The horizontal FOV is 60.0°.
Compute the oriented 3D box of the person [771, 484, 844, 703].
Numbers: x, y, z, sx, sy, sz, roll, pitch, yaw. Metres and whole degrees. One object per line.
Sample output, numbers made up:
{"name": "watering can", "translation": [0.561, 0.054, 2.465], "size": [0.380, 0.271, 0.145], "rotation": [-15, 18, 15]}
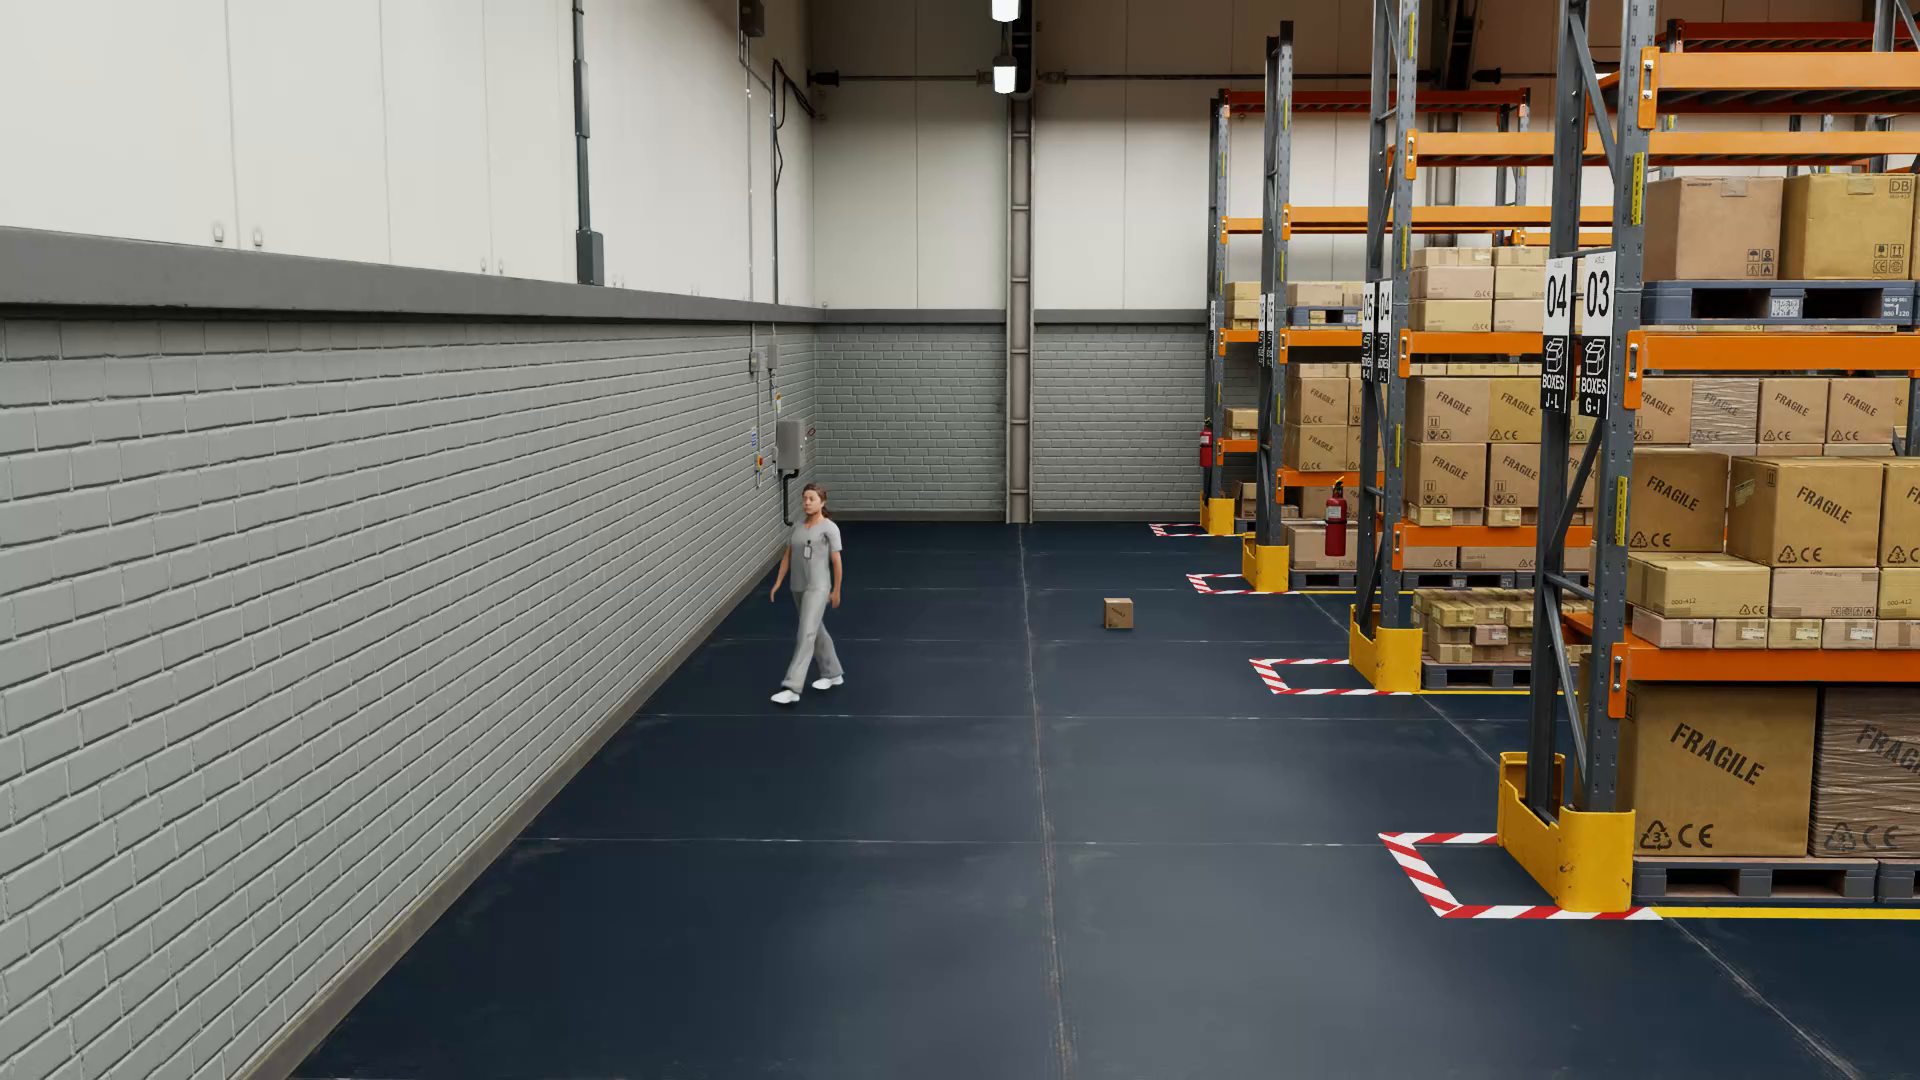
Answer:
{"name": "person", "translation": [-1.209, 0.388, 12.688], "size": [0.446, 1.620, 0.937], "rotation": [6, 9, 39]}
